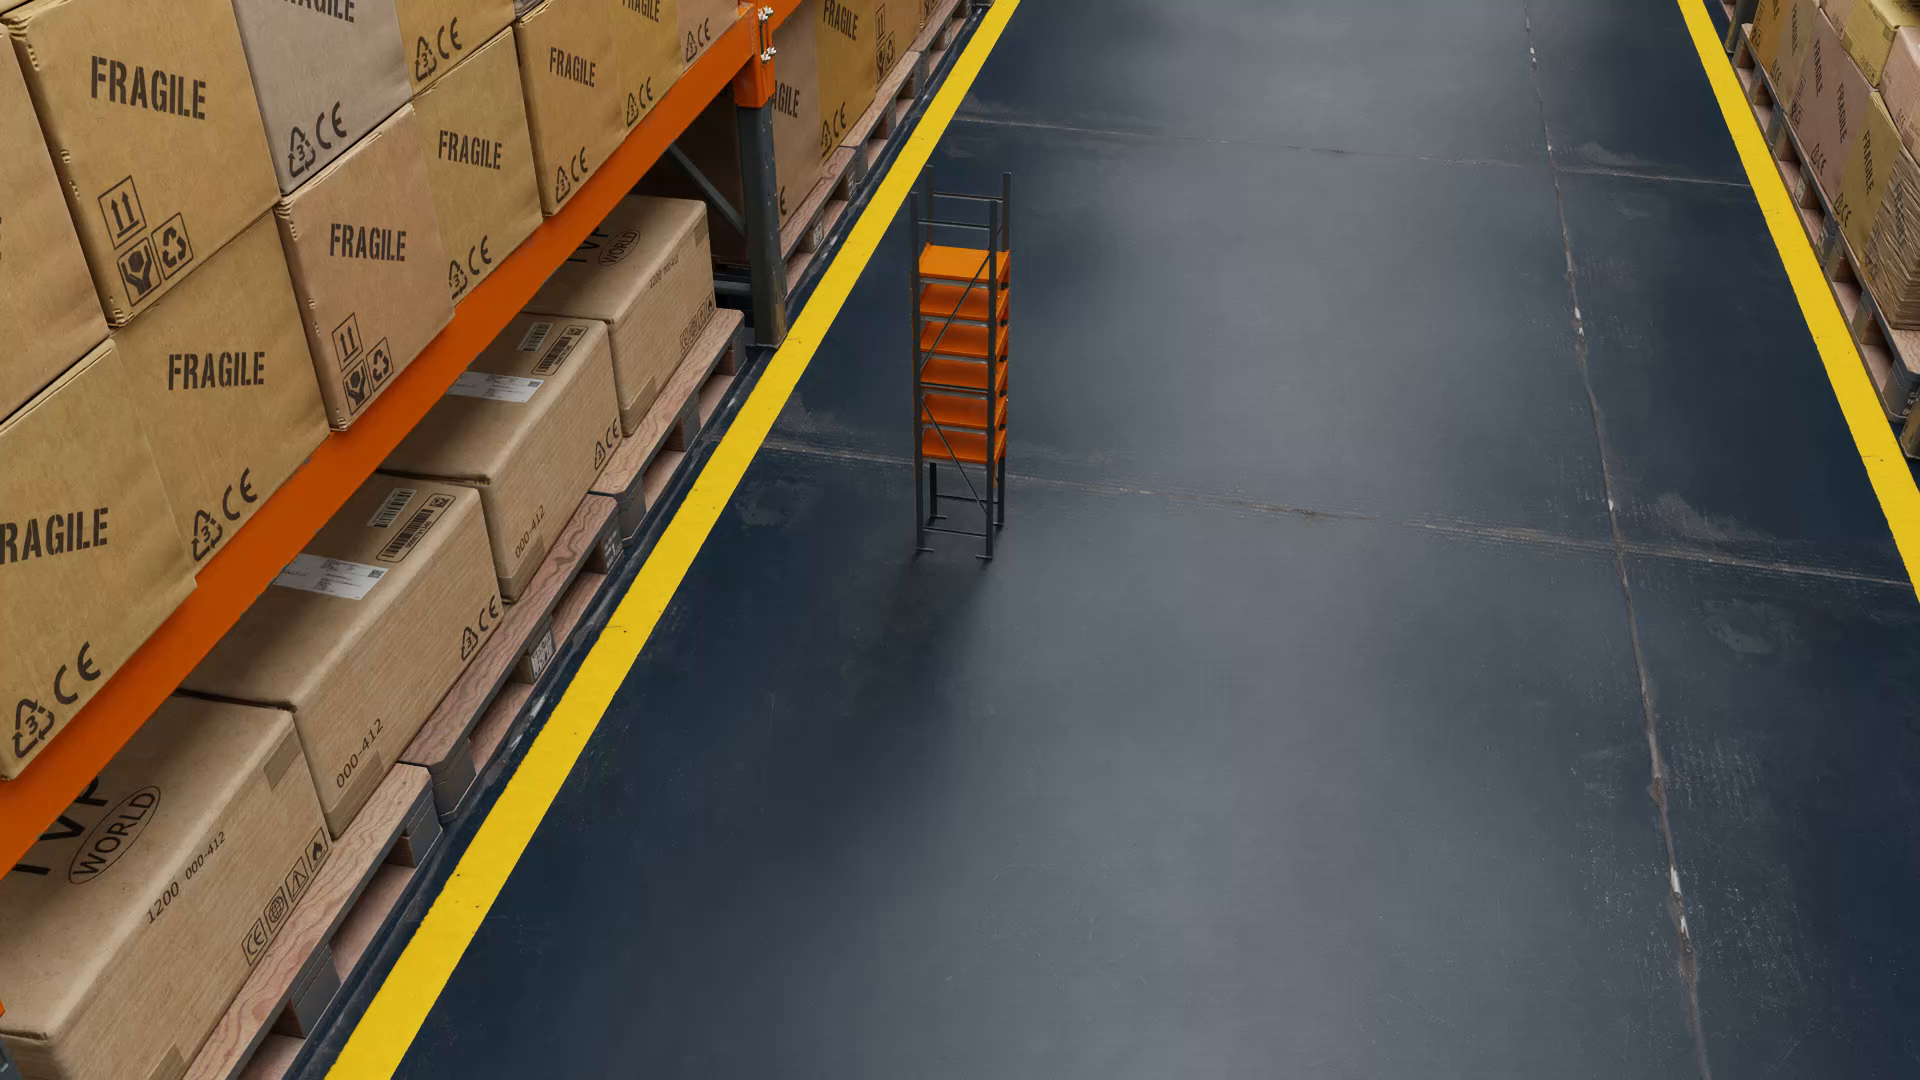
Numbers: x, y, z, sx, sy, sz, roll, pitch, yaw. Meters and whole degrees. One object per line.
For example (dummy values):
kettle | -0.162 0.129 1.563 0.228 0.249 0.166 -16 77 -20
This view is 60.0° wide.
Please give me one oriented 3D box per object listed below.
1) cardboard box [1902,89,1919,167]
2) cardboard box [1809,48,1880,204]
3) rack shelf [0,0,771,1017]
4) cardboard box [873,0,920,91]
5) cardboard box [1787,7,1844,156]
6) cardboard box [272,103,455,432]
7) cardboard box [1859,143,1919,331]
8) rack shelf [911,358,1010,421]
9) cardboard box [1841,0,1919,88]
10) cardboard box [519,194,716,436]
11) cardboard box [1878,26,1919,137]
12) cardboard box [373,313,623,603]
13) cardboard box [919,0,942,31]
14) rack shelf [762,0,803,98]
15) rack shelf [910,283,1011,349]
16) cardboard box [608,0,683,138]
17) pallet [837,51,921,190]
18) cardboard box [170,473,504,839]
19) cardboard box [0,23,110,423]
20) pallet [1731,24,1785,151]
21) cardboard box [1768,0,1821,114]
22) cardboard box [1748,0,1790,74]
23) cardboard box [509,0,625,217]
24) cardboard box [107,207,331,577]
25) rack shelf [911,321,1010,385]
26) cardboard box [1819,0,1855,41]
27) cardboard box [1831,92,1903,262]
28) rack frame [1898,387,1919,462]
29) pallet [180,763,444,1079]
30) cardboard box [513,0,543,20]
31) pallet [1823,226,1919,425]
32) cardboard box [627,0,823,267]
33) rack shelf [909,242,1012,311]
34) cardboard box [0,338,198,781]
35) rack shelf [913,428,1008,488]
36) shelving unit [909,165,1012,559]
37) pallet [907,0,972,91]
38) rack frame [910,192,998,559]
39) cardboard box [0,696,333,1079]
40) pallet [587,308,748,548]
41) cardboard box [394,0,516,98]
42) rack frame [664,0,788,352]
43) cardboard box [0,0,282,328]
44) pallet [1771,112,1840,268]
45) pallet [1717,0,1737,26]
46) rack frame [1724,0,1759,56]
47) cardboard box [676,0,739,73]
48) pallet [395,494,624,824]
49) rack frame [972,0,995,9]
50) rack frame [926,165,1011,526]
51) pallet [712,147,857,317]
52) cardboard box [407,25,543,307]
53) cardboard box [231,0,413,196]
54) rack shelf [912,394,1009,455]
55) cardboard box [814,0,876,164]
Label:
cardboard box | 3.612 -1.377 5.726 0.500 0.250 0.500 6 36 9
cardboard box | 3.836 -1.658 6.753 0.500 0.500 0.500 7 36 9
rack shelf | -1.584 -0.581 4.108 1.077 0.370 4.000 7 37 10
cardboard box | -0.726 -2.725 7.907 0.875 0.875 0.875 8 37 11
cardboard box | 3.945 -1.950 7.157 0.500 0.500 0.500 6 36 9
cardboard box | -1.421 -0.588 3.420 0.500 0.500 0.500 7 37 10
cardboard box | 3.612 -1.070 5.943 0.500 0.500 0.500 7 36 9
rack shelf | 0.003 -0.458 4.935 0.258 0.103 0.180 7 37 10
cardboard box | 3.834 -1.974 6.551 0.500 0.250 0.500 6 36 8
cardboard box | -1.396 -0.805 5.630 0.875 0.438 0.875 7 36 9
cardboard box | 3.735 -1.669 6.131 0.500 0.250 0.500 9 37 12
cardboard box | -1.587 -0.292 4.922 0.875 0.438 0.875 6 36 9
cardboard box | -0.531 -3.236 8.612 0.875 0.875 0.875 7 37 10
rack shelf | -0.730 -2.874 7.273 1.077 0.370 4.000 7 37 10
rack shelf | 0.003 -0.652 4.795 0.258 0.103 0.180 7 37 10
cardboard box | -1.111 -1.466 4.631 0.500 0.500 0.500 6 36 9
pallet | -0.808 -2.043 7.889 1.003 0.211 1.213 7 37 10
cardboard box | -1.781 0.225 4.209 0.875 0.438 0.875 8 37 11
cardboard box | -1.631 -0.410 2.323 0.500 0.500 0.500 7 36 9
pallet | 4.386 -2.173 8.068 1.003 0.211 1.213 7 37 10
cardboard box | 4.050 -2.245 7.564 0.500 0.500 0.500 8 37 11
cardboard box | 4.154 -2.534 7.962 0.500 0.500 0.500 6 36 8
cardboard box | -1.204 -1.176 4.231 0.500 0.500 0.500 7 36 9
cardboard box | -1.548 -0.299 3.021 0.500 0.500 0.500 7 36 9
rack shelf | 0.003 -0.555 4.865 0.258 0.103 0.180 7 37 10
cardboard box | 3.944 -2.273 6.964 0.500 0.250 0.500 8 37 10
cardboard box | 3.722 -1.364 6.348 0.500 0.500 0.500 6 36 9
rack frame | 3.700 -1.456 4.703 1.000 3.000 0.127 7 37 10
pallet | -1.917 0.935 3.780 1.003 0.211 1.213 7 37 10
cardboard box | -1.204 -1.576 3.931 0.500 0.500 0.500 8 37 11
pallet | 3.865 -0.774 6.138 1.003 0.211 1.213 7 37 10
cardboard box | -1.103 -1.694 6.484 0.875 0.875 0.875 8 37 11
rack shelf | 0.003 -0.750 4.724 0.258 0.103 0.180 7 37 10
cardboard box | -1.629 -0.005 2.616 0.500 0.500 0.500 7 37 10
rack shelf | 0.003 -0.264 5.076 0.258 0.103 0.180 7 37 10
shelving unit | 0.003 -0.494 4.909 0.258 1.200 0.189 7 37 10
pallet | -0.545 -2.740 8.851 1.003 0.211 1.213 7 37 10
rack frame | -0.016 -0.442 4.837 0.240 1.200 0.006 7 37 10
cardboard box | -1.968 0.751 3.483 0.875 0.438 0.875 6 36 8
pallet | -1.396 -0.464 5.710 1.003 0.211 1.213 7 37 10
cardboard box | -1.319 -1.290 3.536 0.500 0.500 0.500 7 37 10
rack frame | -1.157 -2.019 5.479 1.000 3.000 0.127 7 37 10
cardboard box | -1.527 -0.707 2.733 0.500 0.500 0.500 6 36 9
pallet | 4.123 -1.475 7.106 1.003 0.211 1.213 7 37 10
pallet | 4.797 -3.063 9.296 1.003 0.211 1.213 7 37 10
rack frame | 4.555 -3.749 7.867 1.000 3.000 0.127 7 37 10
cardboard box | -1.007 -1.761 5.039 0.500 0.500 0.500 8 37 10
pallet | -1.654 0.238 4.742 1.003 0.211 1.213 7 37 10
rack frame | -0.303 -4.312 8.643 1.000 3.000 0.127 7 37 10
rack frame | 0.023 -0.547 4.982 0.240 1.200 0.006 7 37 10
pallet | -1.066 -1.342 6.921 1.003 0.211 1.213 7 37 10
cardboard box | -1.331 -0.877 3.819 0.500 0.500 0.500 8 37 12
cardboard box | -1.425 -1.004 3.141 0.500 0.500 0.500 7 37 10
rack shelf | 0.003 -0.361 5.006 0.258 0.103 0.180 7 37 10
cardboard box | -0.918 -2.213 7.200 0.875 0.875 0.875 8 37 11
